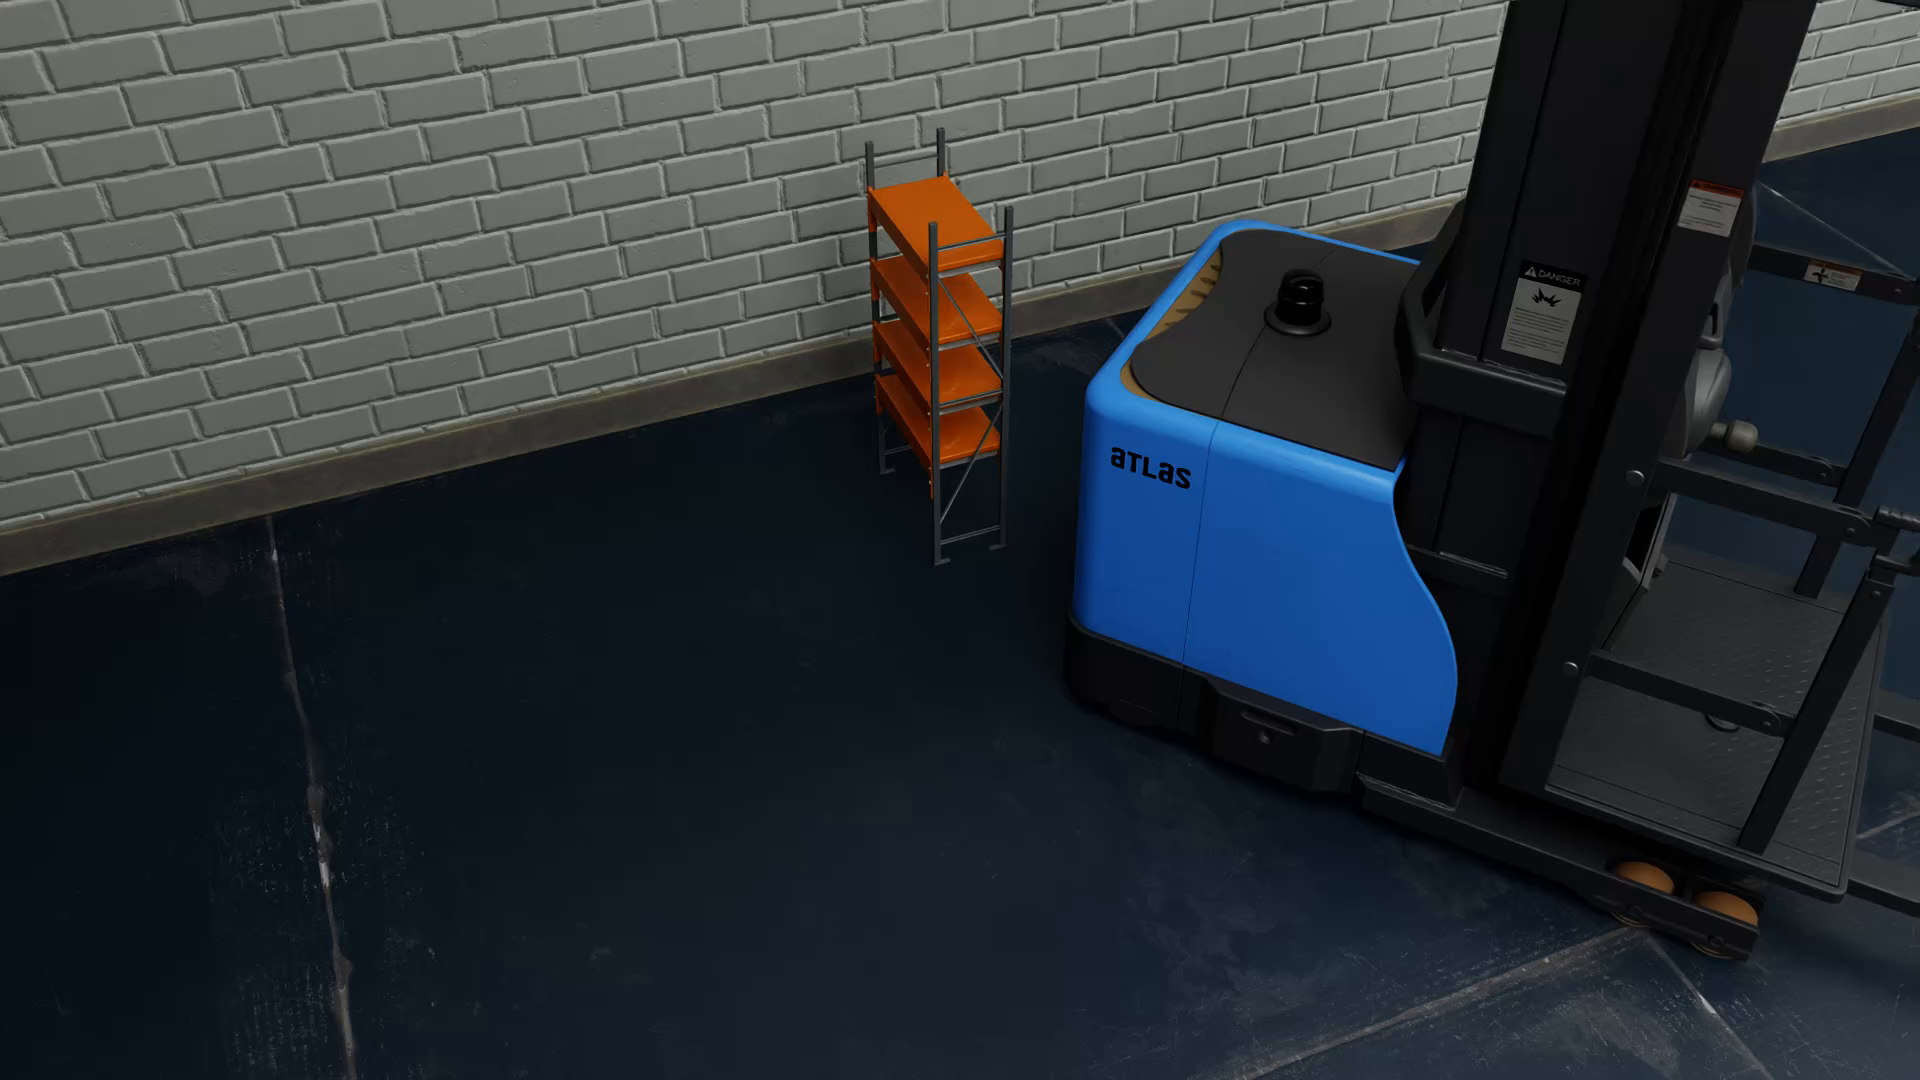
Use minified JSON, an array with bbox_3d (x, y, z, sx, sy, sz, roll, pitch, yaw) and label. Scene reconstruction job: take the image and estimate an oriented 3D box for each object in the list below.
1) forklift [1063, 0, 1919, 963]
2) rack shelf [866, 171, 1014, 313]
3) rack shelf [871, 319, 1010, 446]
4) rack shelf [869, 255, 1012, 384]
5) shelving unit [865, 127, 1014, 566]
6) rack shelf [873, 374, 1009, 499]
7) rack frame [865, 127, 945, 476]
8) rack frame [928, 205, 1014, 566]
[{"bbox_3d":[1.838,-0.490,3.572,3.031,2.935,1.130,19,44,21],"label":"forklift"},{"bbox_3d":[-0.063,-0.853,4.719,0.258,0.148,0.480,-15,43,-17],"label":"rack shelf"},{"bbox_3d":[-0.063,-0.504,5.019,0.258,0.148,0.480,-15,43,-17],"label":"rack shelf"},{"bbox_3d":[-0.063,-0.673,4.873,0.258,0.148,0.480,-15,43,-17],"label":"rack shelf"},{"bbox_3d":[-0.063,-0.555,4.975,0.258,1.200,0.503,-15,43,-17],"label":"shelving unit"},{"bbox_3d":[-0.063,-0.353,5.148,0.258,0.148,0.480,-15,43,-17],"label":"rack shelf"},{"bbox_3d":[-0.157,-0.702,5.146,0.240,1.200,0.015,-15,43,-17],"label":"rack frame"},{"bbox_3d":[0.030,-0.408,4.804,0.240,1.200,0.015,-15,43,-17],"label":"rack frame"}]
